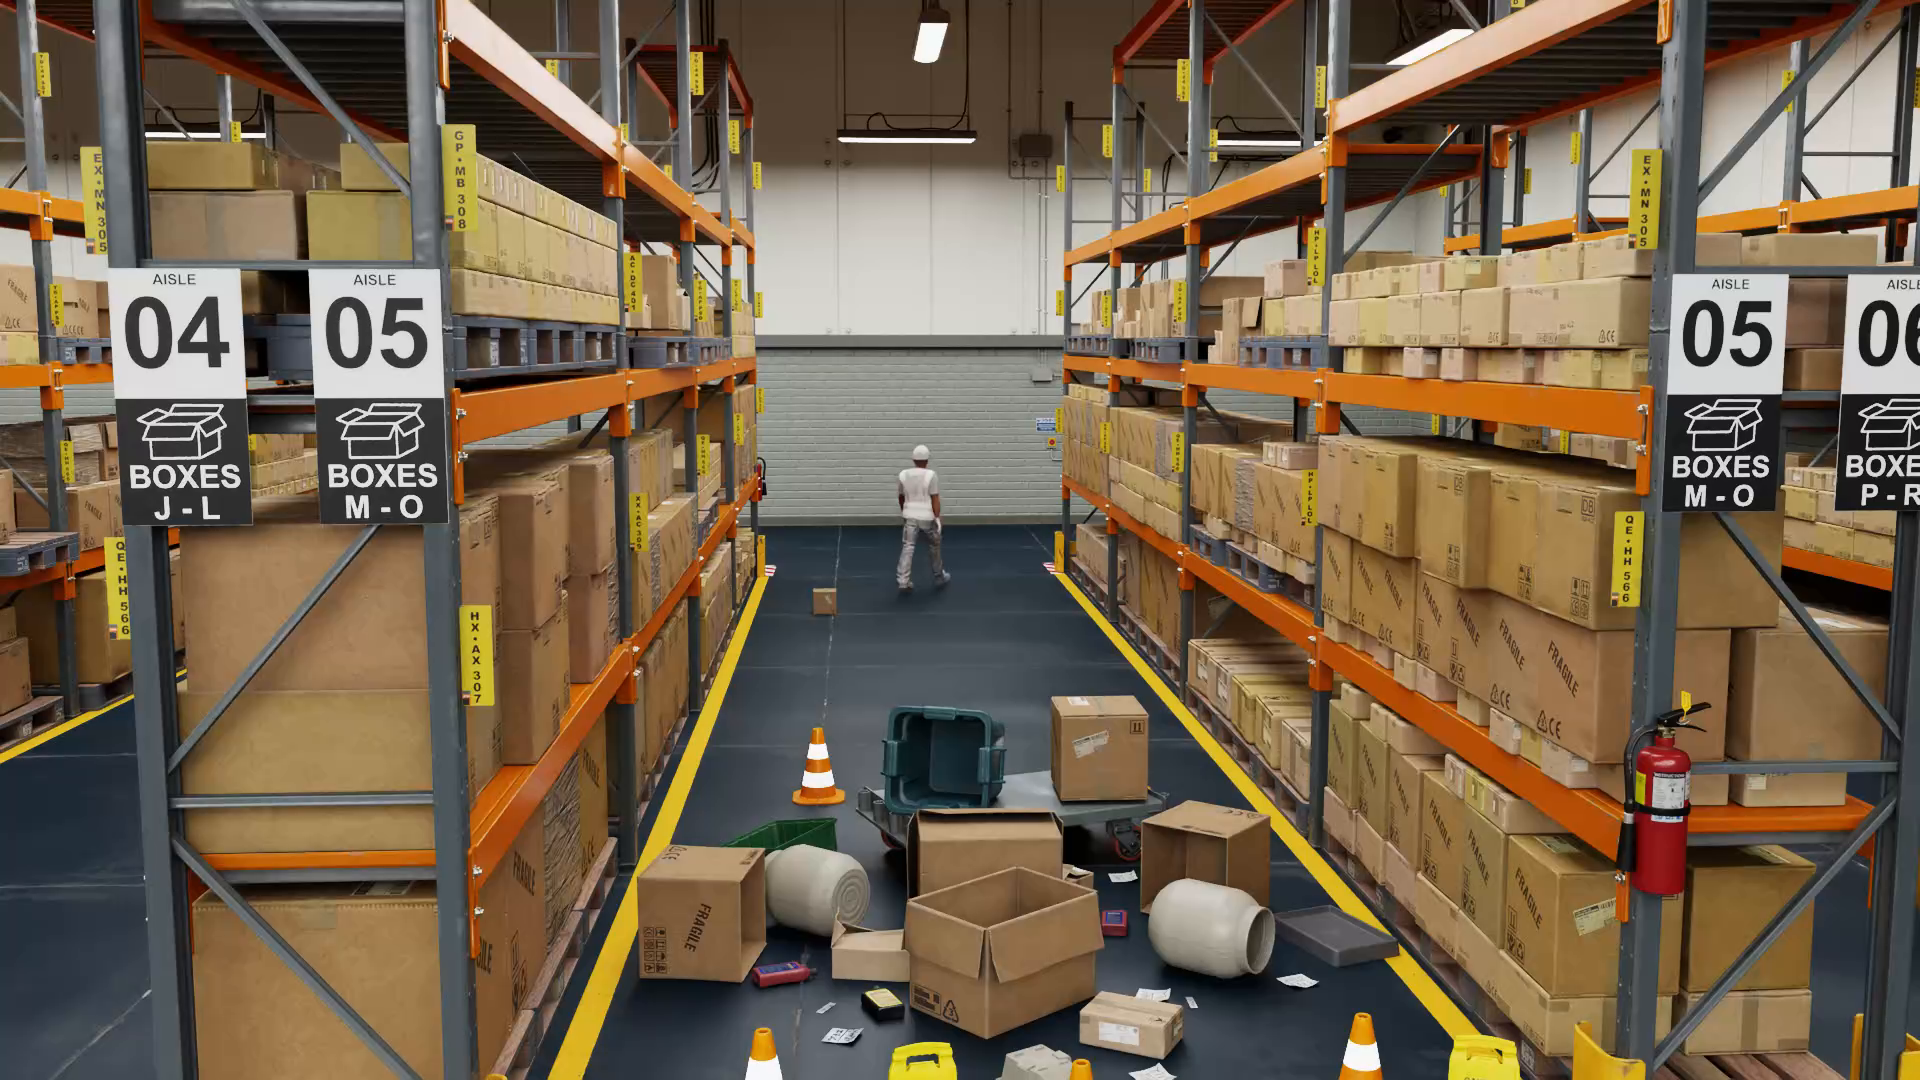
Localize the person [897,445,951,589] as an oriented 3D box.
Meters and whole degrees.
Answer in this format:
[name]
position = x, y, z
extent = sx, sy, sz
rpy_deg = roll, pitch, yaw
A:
[person]
position = -0.450, -0.287, 20.041
extent = 0.597, 1.726, 1.083
rpy_deg = 2, 7, 16
